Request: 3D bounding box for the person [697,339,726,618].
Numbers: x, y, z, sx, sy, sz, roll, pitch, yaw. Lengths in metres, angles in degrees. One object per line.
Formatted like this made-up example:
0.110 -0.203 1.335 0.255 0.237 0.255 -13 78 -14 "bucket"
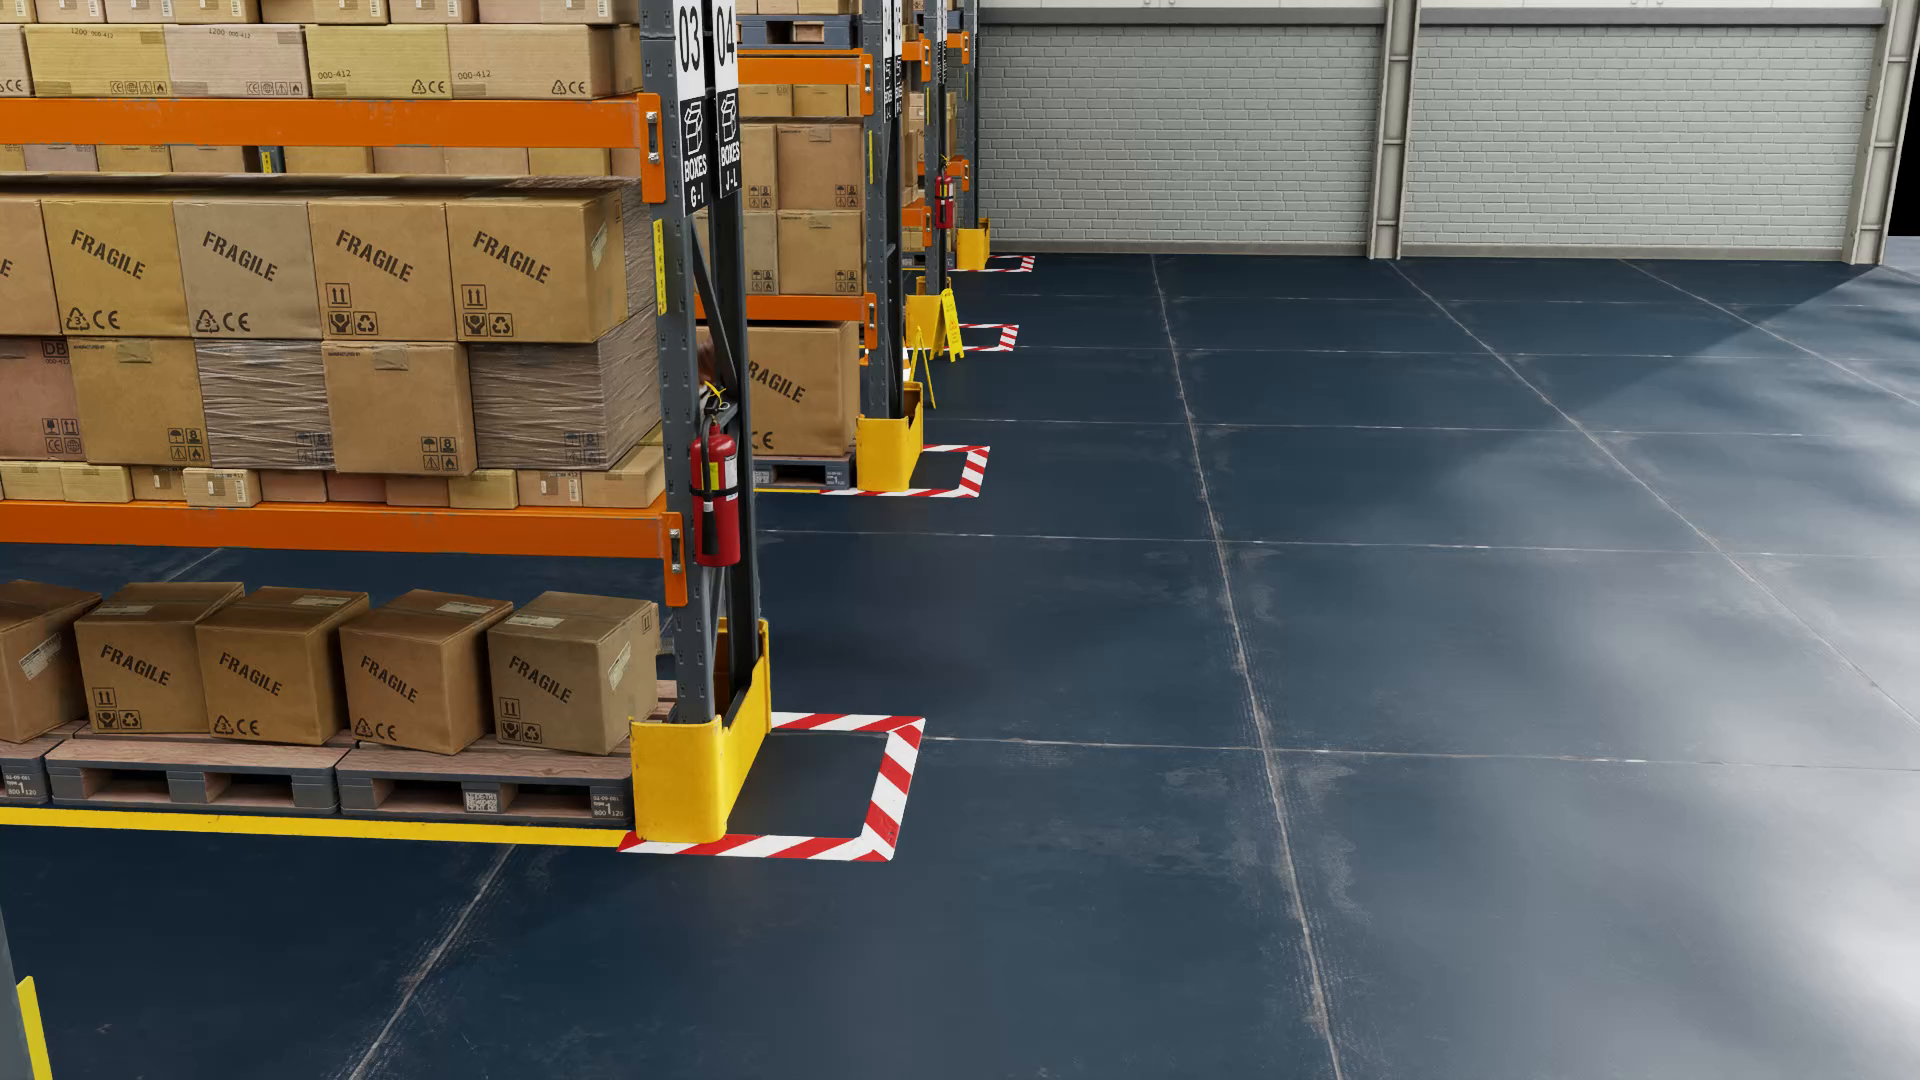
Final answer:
-1.203 -0.199 8.195 0.309 1.604 0.404 -4 18 -13 "person"
